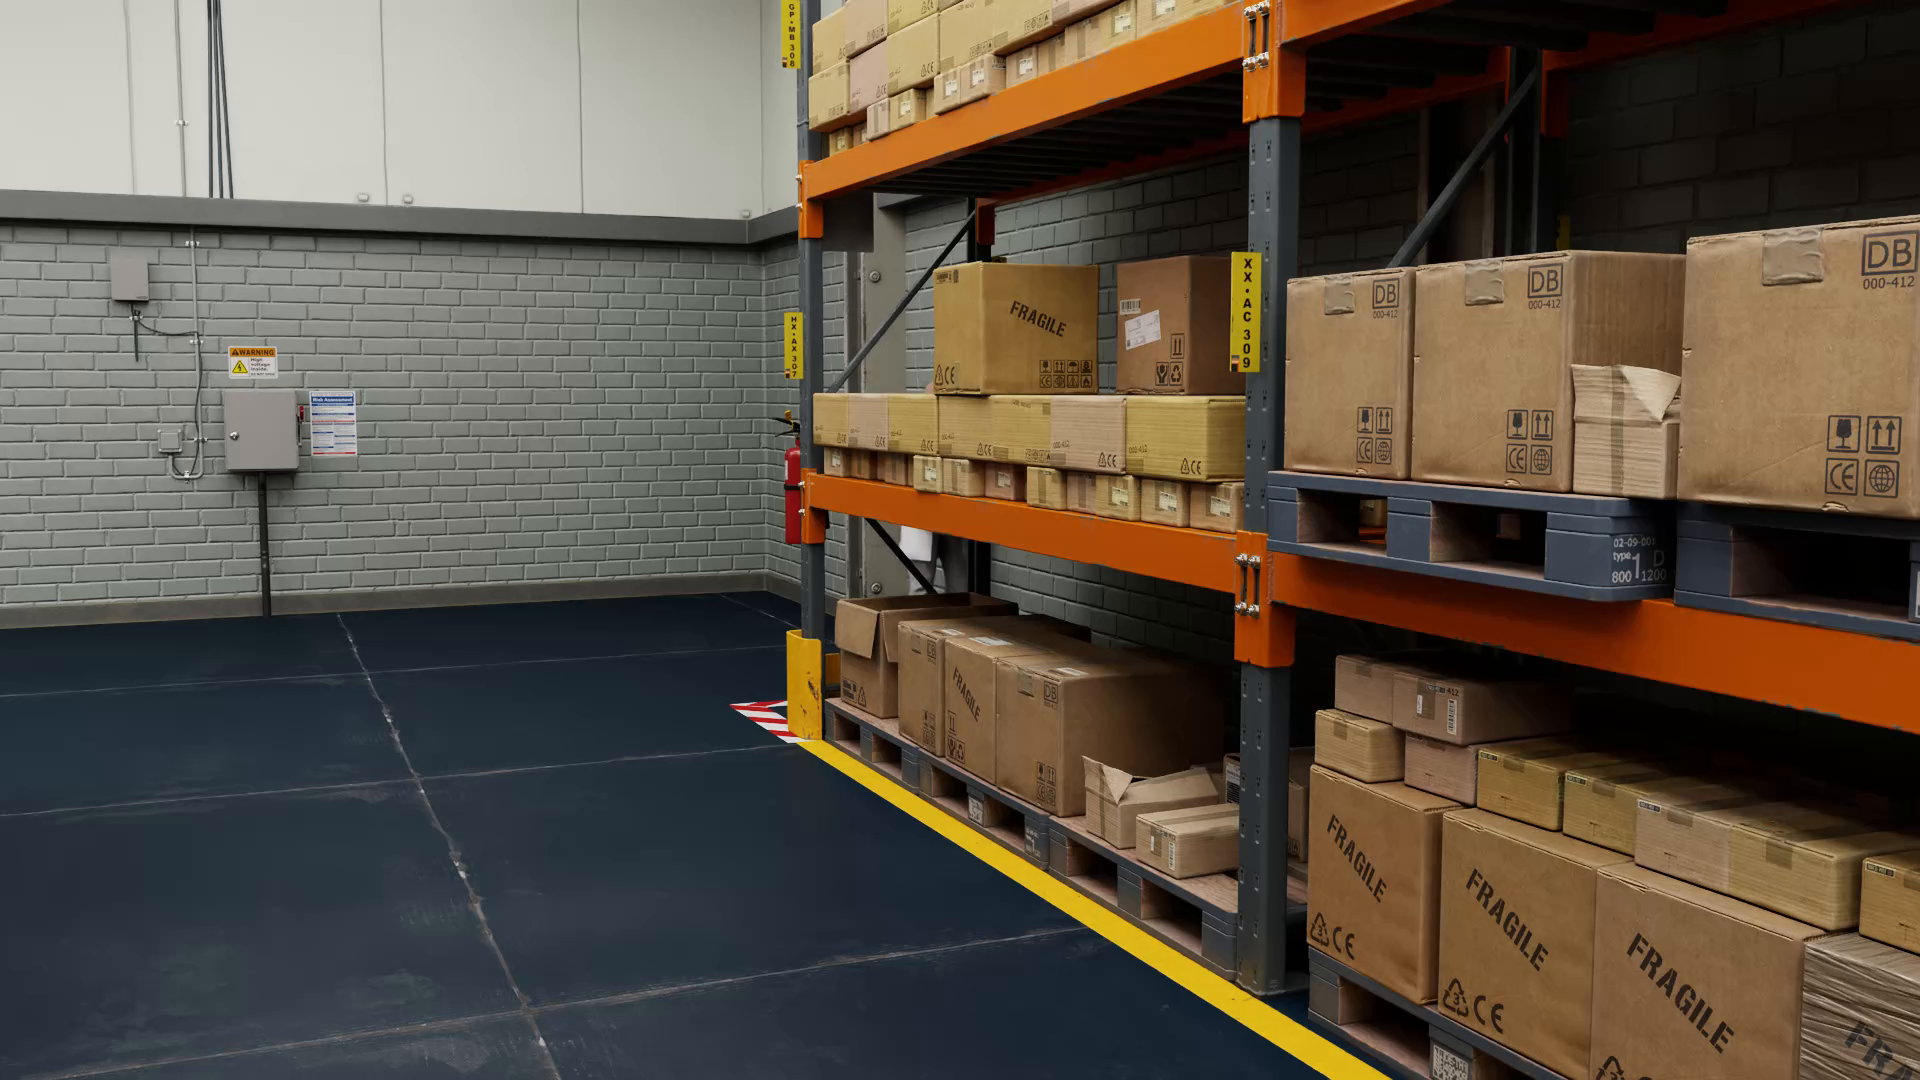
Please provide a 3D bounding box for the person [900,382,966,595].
[{"bbox_3d":[-0.100,-0.087,10.168,0.530,1.772,0.557,-2,5,-16],"label":"person"}]
